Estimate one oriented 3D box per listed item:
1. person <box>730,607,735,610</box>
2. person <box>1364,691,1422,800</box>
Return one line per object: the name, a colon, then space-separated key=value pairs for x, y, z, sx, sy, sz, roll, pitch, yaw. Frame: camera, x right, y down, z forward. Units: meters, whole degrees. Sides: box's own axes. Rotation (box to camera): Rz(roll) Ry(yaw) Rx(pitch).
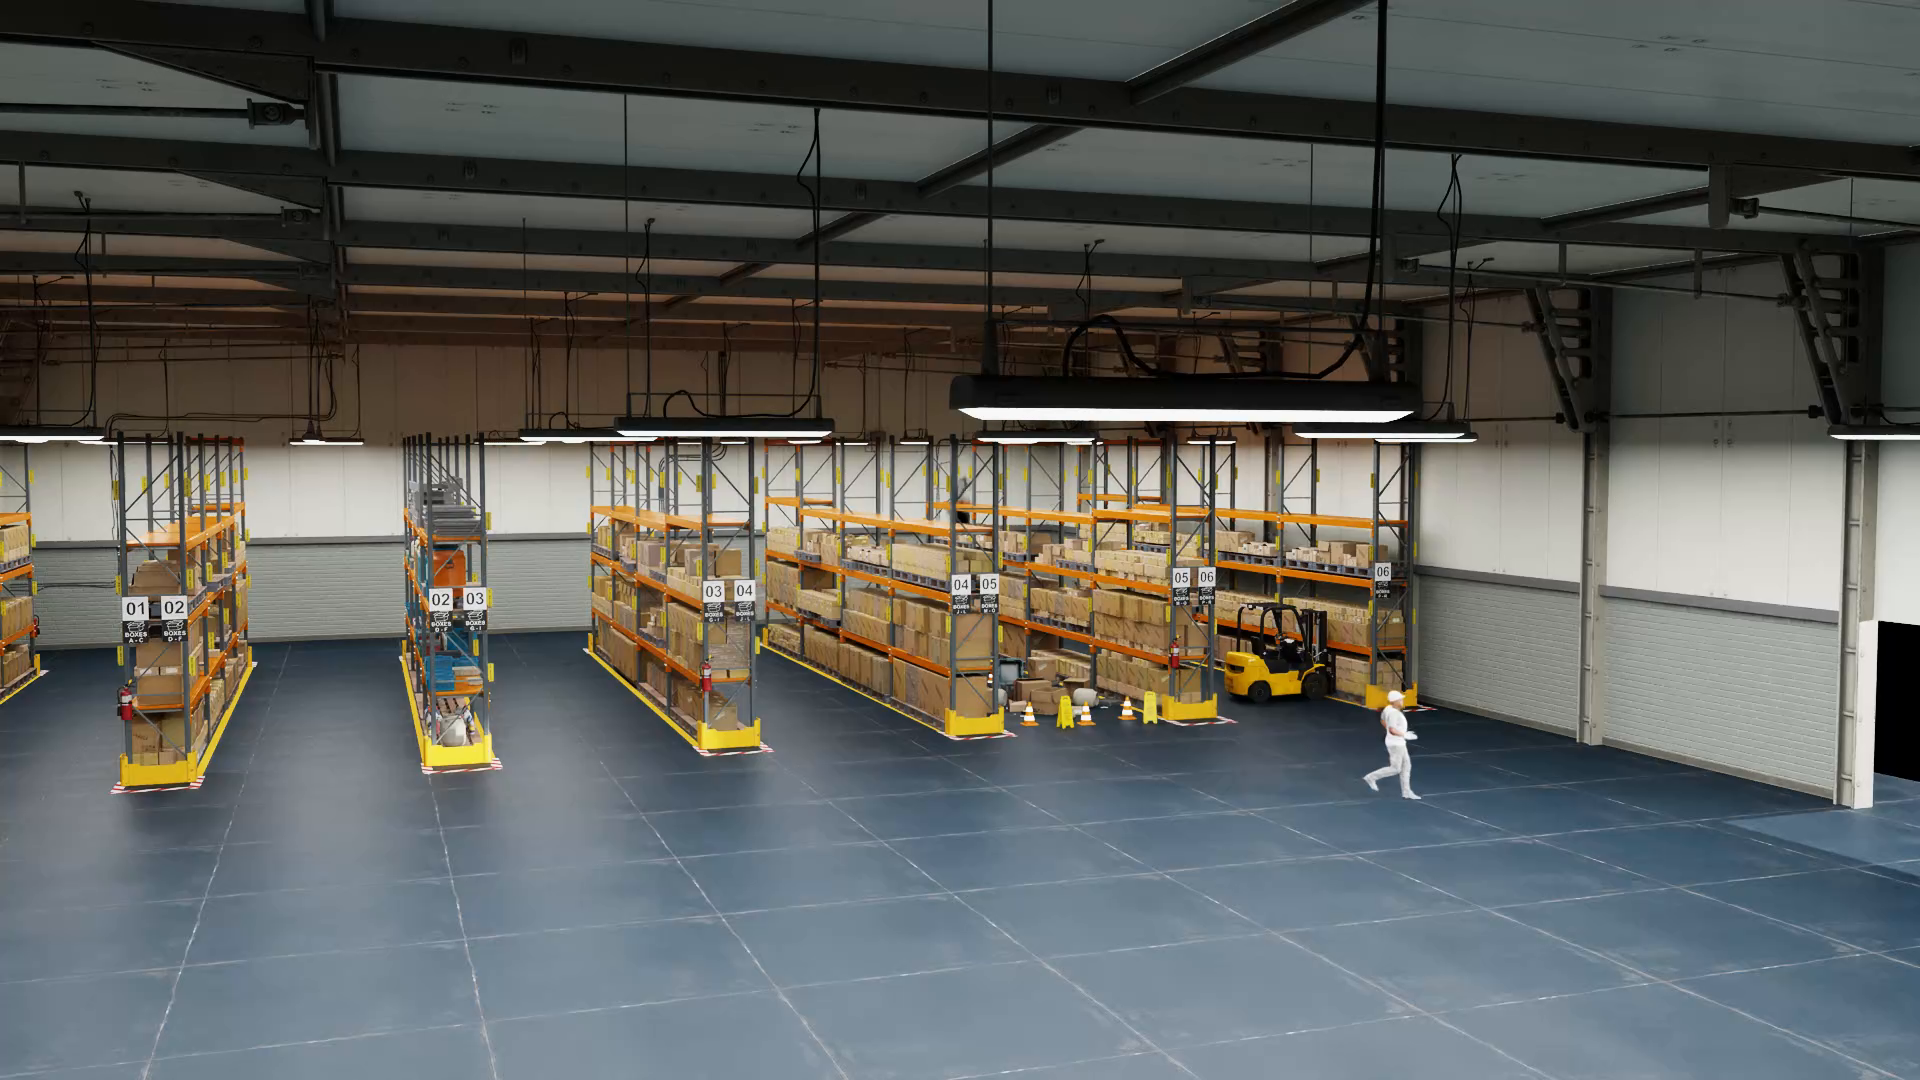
person: x=-5.990 y=2.329 z=45.726 sx=0.749 sy=1.738 sz=0.691 roll=-1 pitch=3 yaw=-18
person: x=7.056 y=3.342 z=27.072 sx=0.916 sy=1.782 sz=0.682 roll=1 pitch=3 yaw=14
